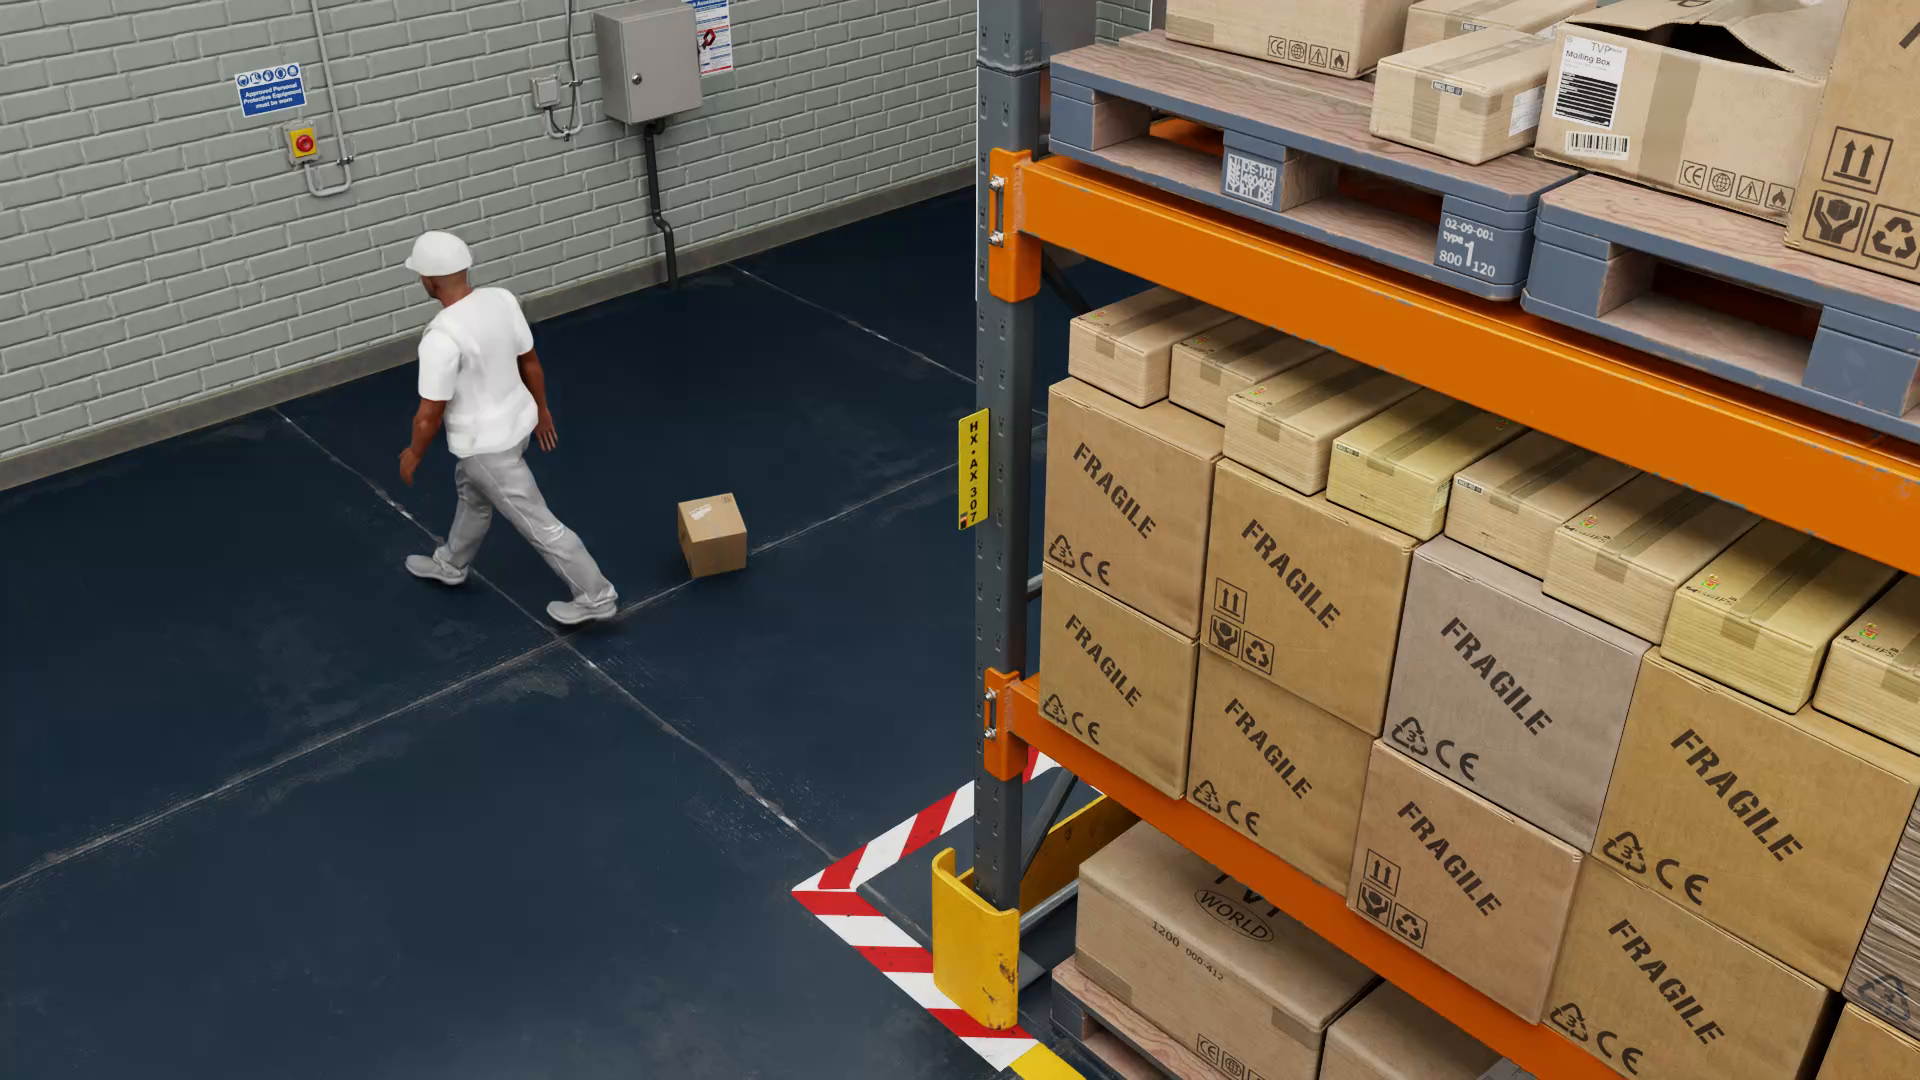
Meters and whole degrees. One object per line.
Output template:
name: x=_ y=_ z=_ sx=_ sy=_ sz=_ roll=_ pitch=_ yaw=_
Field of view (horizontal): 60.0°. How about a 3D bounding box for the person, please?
person: x=-1.984 y=-0.458 z=6.842 sx=1.102 sy=1.696 sz=0.587 roll=7 pitch=32 yaw=11
